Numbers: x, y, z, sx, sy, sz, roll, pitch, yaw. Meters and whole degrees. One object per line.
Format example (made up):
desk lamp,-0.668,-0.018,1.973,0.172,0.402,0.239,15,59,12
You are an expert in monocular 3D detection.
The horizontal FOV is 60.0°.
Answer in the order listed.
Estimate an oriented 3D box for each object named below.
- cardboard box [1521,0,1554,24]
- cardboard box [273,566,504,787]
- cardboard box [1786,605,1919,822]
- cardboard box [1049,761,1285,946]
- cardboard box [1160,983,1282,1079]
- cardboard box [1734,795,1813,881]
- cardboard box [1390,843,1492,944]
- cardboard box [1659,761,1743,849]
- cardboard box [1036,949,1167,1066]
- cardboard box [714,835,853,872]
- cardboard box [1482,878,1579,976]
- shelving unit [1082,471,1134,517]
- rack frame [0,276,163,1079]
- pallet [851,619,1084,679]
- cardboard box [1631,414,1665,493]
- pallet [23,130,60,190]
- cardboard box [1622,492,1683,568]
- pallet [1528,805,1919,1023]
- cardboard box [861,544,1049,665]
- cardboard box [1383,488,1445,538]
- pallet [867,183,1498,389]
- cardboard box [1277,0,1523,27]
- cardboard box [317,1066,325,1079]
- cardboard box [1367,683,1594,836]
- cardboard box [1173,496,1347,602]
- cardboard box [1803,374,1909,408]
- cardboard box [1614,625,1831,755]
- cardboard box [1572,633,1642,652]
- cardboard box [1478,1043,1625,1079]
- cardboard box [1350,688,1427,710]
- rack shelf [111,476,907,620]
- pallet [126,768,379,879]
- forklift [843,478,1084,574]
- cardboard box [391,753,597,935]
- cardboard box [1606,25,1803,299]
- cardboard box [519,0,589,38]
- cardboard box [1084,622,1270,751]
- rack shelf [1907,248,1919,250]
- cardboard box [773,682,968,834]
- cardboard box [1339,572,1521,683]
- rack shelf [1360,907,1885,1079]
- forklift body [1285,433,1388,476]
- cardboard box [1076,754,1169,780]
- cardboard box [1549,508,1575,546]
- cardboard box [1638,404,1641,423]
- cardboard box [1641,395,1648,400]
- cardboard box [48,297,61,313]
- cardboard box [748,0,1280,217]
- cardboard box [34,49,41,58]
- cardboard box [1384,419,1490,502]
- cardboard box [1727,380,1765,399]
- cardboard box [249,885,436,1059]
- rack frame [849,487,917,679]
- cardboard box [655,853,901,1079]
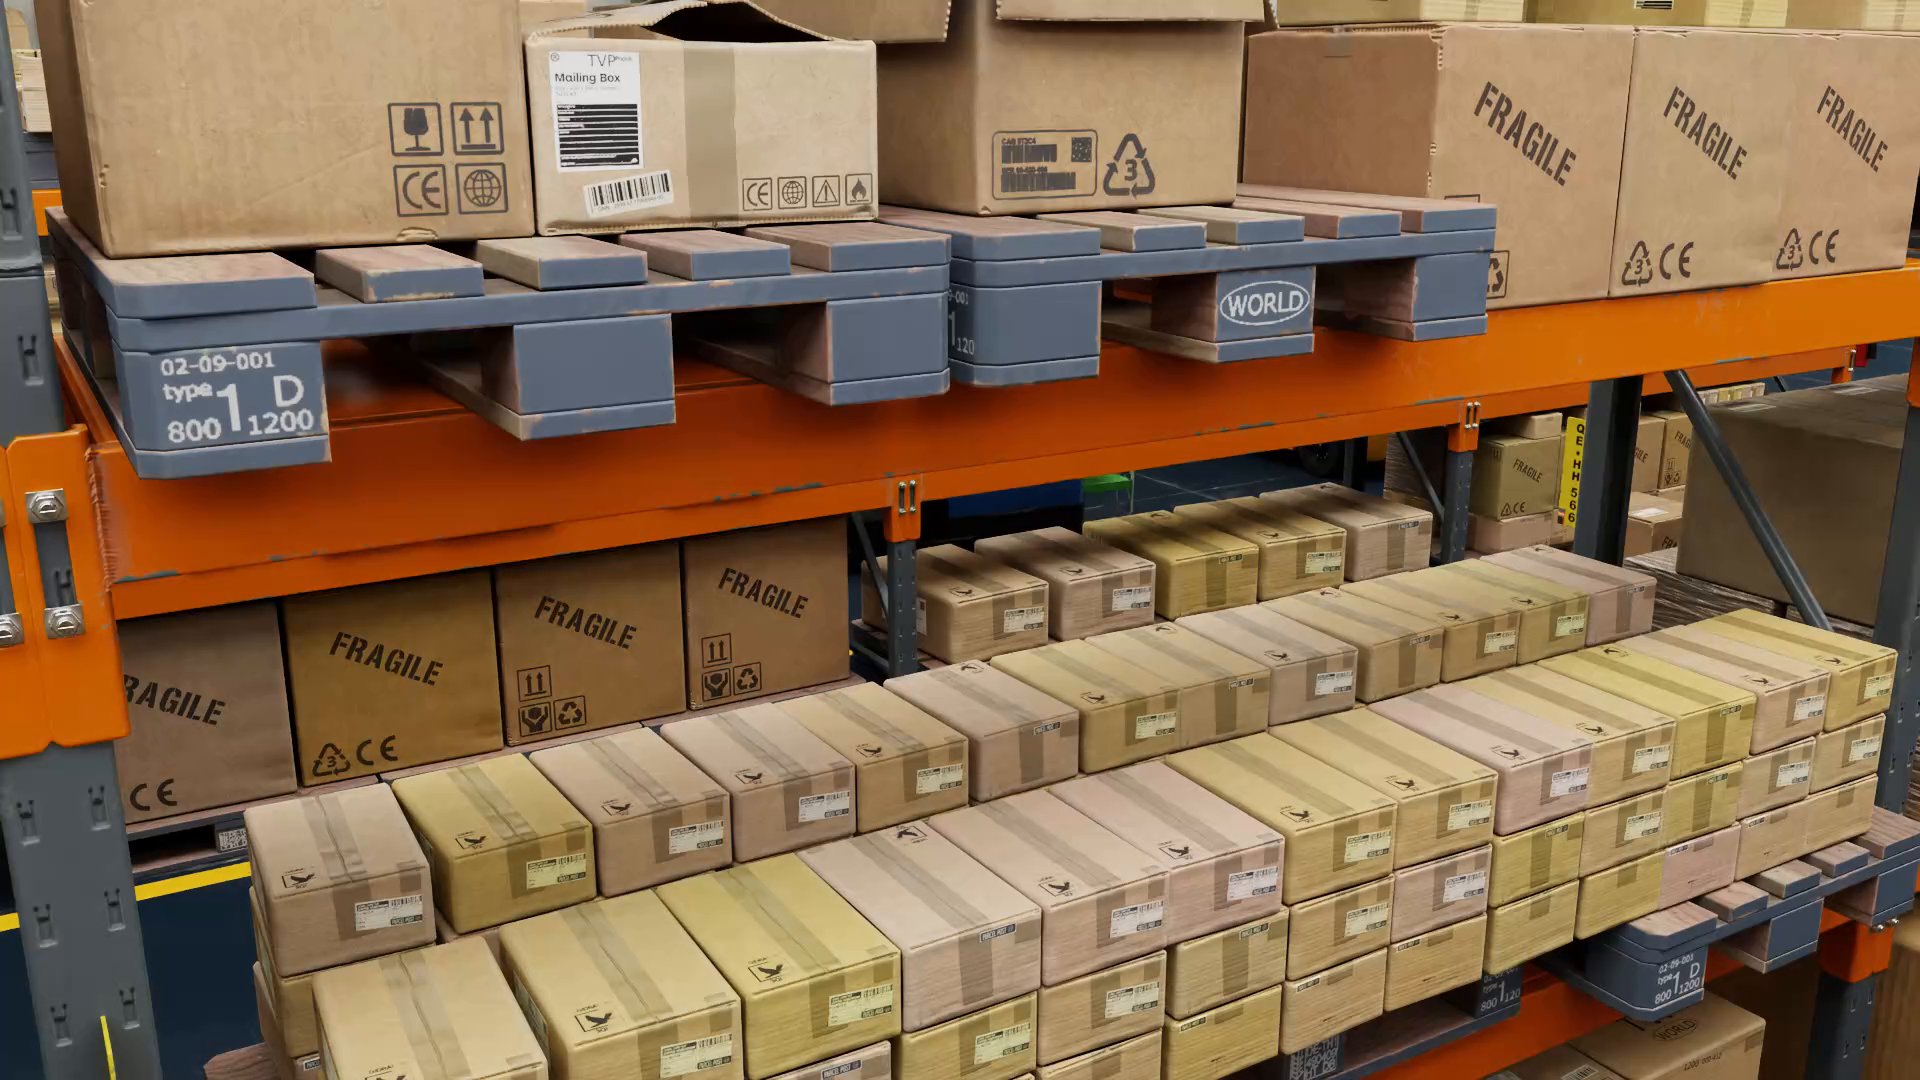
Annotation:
cardboard box,1.177,-1.307,3.853,0.258,0.266,0.396,-9,18,-30
cardboard box,-2.696,0.504,7.713,0.875,0.875,0.875,-9,18,-28
cardboard box,2.631,0.442,4.590,0.500,0.500,0.500,-9,18,-29
cardboard box,0.361,0.550,2.975,0.250,0.149,0.380,-8,18,-28
cardboard box,0.370,0.834,3.065,0.250,0.149,0.380,-10,18,-31
cardboard box,1.708,0.618,3.835,0.250,0.149,0.380,-9,18,-30
cardboard box,0.814,0.620,3.278,0.250,0.149,0.380,-9,18,-28
cardboard box,1.467,0.514,3.653,0.250,0.149,0.380,-9,18,-28
cardboard box,0.148,0.727,2.896,0.250,0.149,0.380,-8,18,-27
cardboard box,-0.410,0.611,3.309,0.250,0.149,0.380,-10,18,-32
cardboard box,1.042,0.725,3.452,0.250,0.149,0.380,-10,19,-32
shelving unit,0.992,-0.674,12.090,0.503,1.200,0.258,-6,17,-22
rack frame,-1.321,1.046,2.620,0.127,3.000,1.000,-9,18,-30
pallet,0.142,0.593,9.402,1.213,0.211,1.003,-9,18,-30
cardboard box,4.443,-0.605,11.436,0.500,0.500,0.500,-8,18,-27
pallet,-3.197,-1.576,6.772,1.217,0.209,0.805,-10,19,-32
cardboard box,3.843,0.050,9.403,0.500,0.500,0.500,-9,18,-30
pallet,1.552,0.706,4.188,1.003,0.211,1.213,-9,18,-30
cardboard box,-0.039,0.346,9.209,0.625,0.372,0.950,-11,19,-33
cardboard box,3.269,-0.220,11.452,0.500,0.250,0.500,-8,18,-27
pallet,0.150,-0.514,2.975,1.003,0.211,1.213,-9,18,-30
cardboard box,0.803,-1.071,3.012,0.258,0.266,0.396,-9,18,-30
cardboard box,-0.747,0.873,2.373,0.250,0.149,0.380,-9,18,-29
cardboard box,1.046,0.438,3.376,0.250,0.149,0.380,-9,18,-30
cardboard box,1.838,0.040,10.299,0.625,0.372,0.950,-8,18,-26
cardboard box,2.930,-0.170,4.921,0.500,0.500,0.700,-10,18,-31
cardboard box,1.707,0.331,3.756,0.250,0.149,0.380,-9,18,-30
cardboard box,1.590,0.287,4.467,0.250,0.149,0.380,-8,18,-27
cardboard box,1.229,1.359,3.968,0.500,0.250,0.500,-9,18,-29
cardboard box,0.915,0.398,4.070,0.250,0.149,0.380,-9,18,-29
rack shelf,-2.243,-0.017,7.744,4.000,0.370,1.077,-9,18,-30
pallet,-3.334,1.133,7.477,1.213,0.211,1.003,-9,18,-30
forklift,-0.689,-1.346,11.283,3.031,2.935,1.130,-6,17,-22
cardboard box,-0.848,0.540,3.011,0.250,0.149,0.380,-10,18,-31
cardboard box,1.327,-0.792,3.434,0.500,0.500,0.500,-9,18,-30
cardboard box,-1.890,-2.024,7.051,0.500,0.500,0.500,-9,18,-29
cardboard box,0.486,0.325,3.778,0.250,0.149,0.380,-9,18,-28
rack shelf,3.822,-0.886,5.287,4.000,0.370,1.077,-9,18,-30
cardboard box,-0.188,0.435,3.387,0.250,0.149,0.380,-10,18,-32
cardboard box,1.170,0.213,4.178,0.250,0.149,0.380,-9,18,-30
rack shelf,0.393,1.115,3.709,4.000,0.370,1.077,-9,18,-30
forklift body,3.084,-1.807,14.370,1.214,2.155,2.313,-9,18,-30
cardboard box,0.257,0.504,3.690,0.250,0.149,0.380,-8,18,-28
cardboard box,3.997,-0.172,11.281,0.500,0.250,0.500,-8,18,-27
cardboard box,4.352,-0.882,11.223,0.250,0.149,0.380,-8,18,-27
cardboard box,5.029,-0.867,12.372,0.500,0.500,0.500,-10,19,-32
cardboard box,-3.703,-0.735,6.936,0.500,0.500,0.500,-9,18,-28
cardboard box,0.071,-0.834,2.802,0.637,0.503,0.797,-9,18,-30
cardboard box,-5.603,-2.969,10.337,0.250,0.149,0.380,-10,18,-31
cardboard box,3.269,-0.581,11.351,0.500,0.500,0.500,-9,18,-30
cardboard box,5.497,-1.066,11.882,0.250,0.149,0.380,-9,18,-28
cardboard box,-1.082,0.721,2.917,0.250,0.149,0.380,-9,18,-28
rack frame,-0.528,-0.641,8.639,0.127,3.000,1.000,-9,18,-30
cardboard box,-0.290,0.655,2.601,0.250,0.149,0.380,-9,18,-29
